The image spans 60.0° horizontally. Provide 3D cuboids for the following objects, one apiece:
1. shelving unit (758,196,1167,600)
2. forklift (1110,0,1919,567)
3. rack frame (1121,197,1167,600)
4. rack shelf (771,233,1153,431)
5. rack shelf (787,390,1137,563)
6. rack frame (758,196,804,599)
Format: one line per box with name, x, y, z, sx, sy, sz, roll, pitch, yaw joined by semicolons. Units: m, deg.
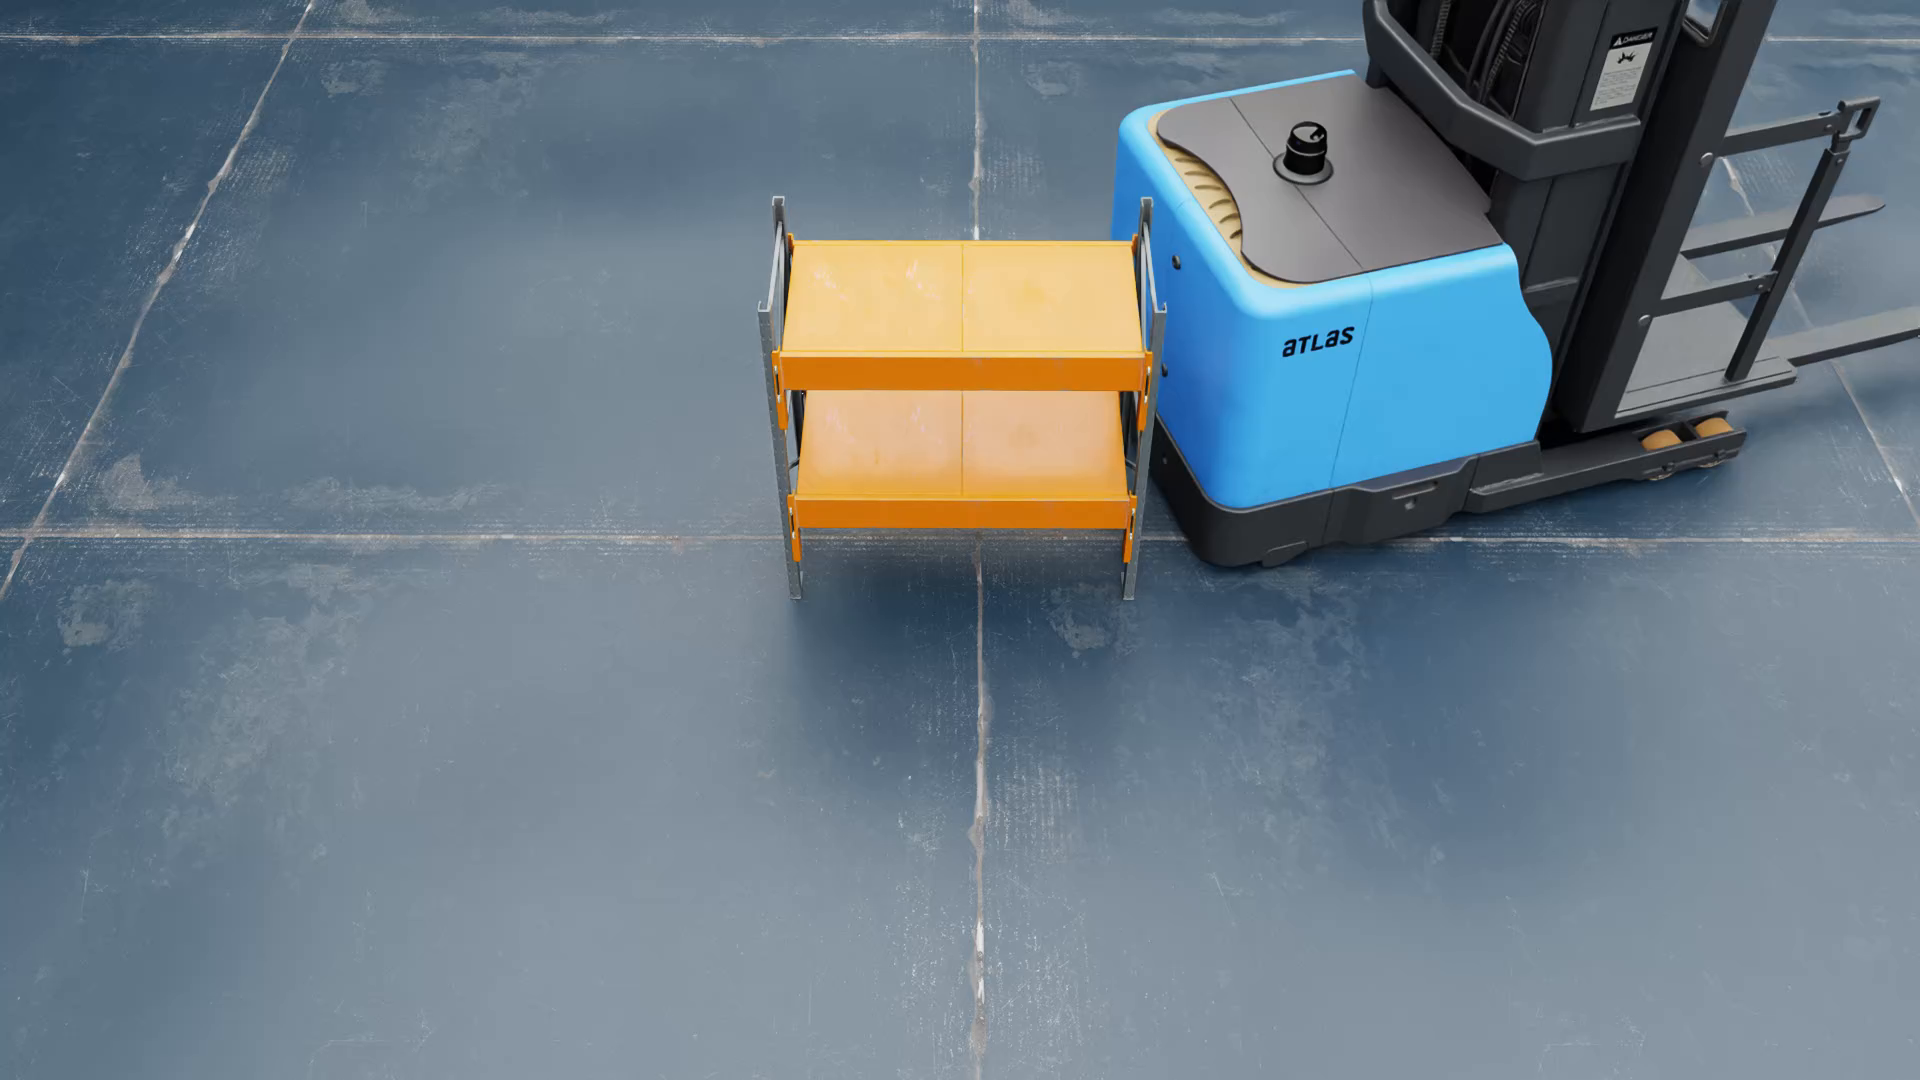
shelving unit;0.007;-0.383;4.838;1.048;1.125;0.538;0;47;0
forklift;2.038;-1.550;4.691;3.031;2.935;1.130;-13;48;-12
rack frame;0.515;-0.382;4.837;0.032;1.125;0.500;0;47;0
rack shelf;0.007;-0.583;4.624;1.000;0.278;0.538;0;47;0
rack shelf;0.007;-0.217;5.017;1.000;0.278;0.538;0;47;0
rack frame;-0.502;-0.385;4.840;0.032;1.125;0.500;0;47;0
